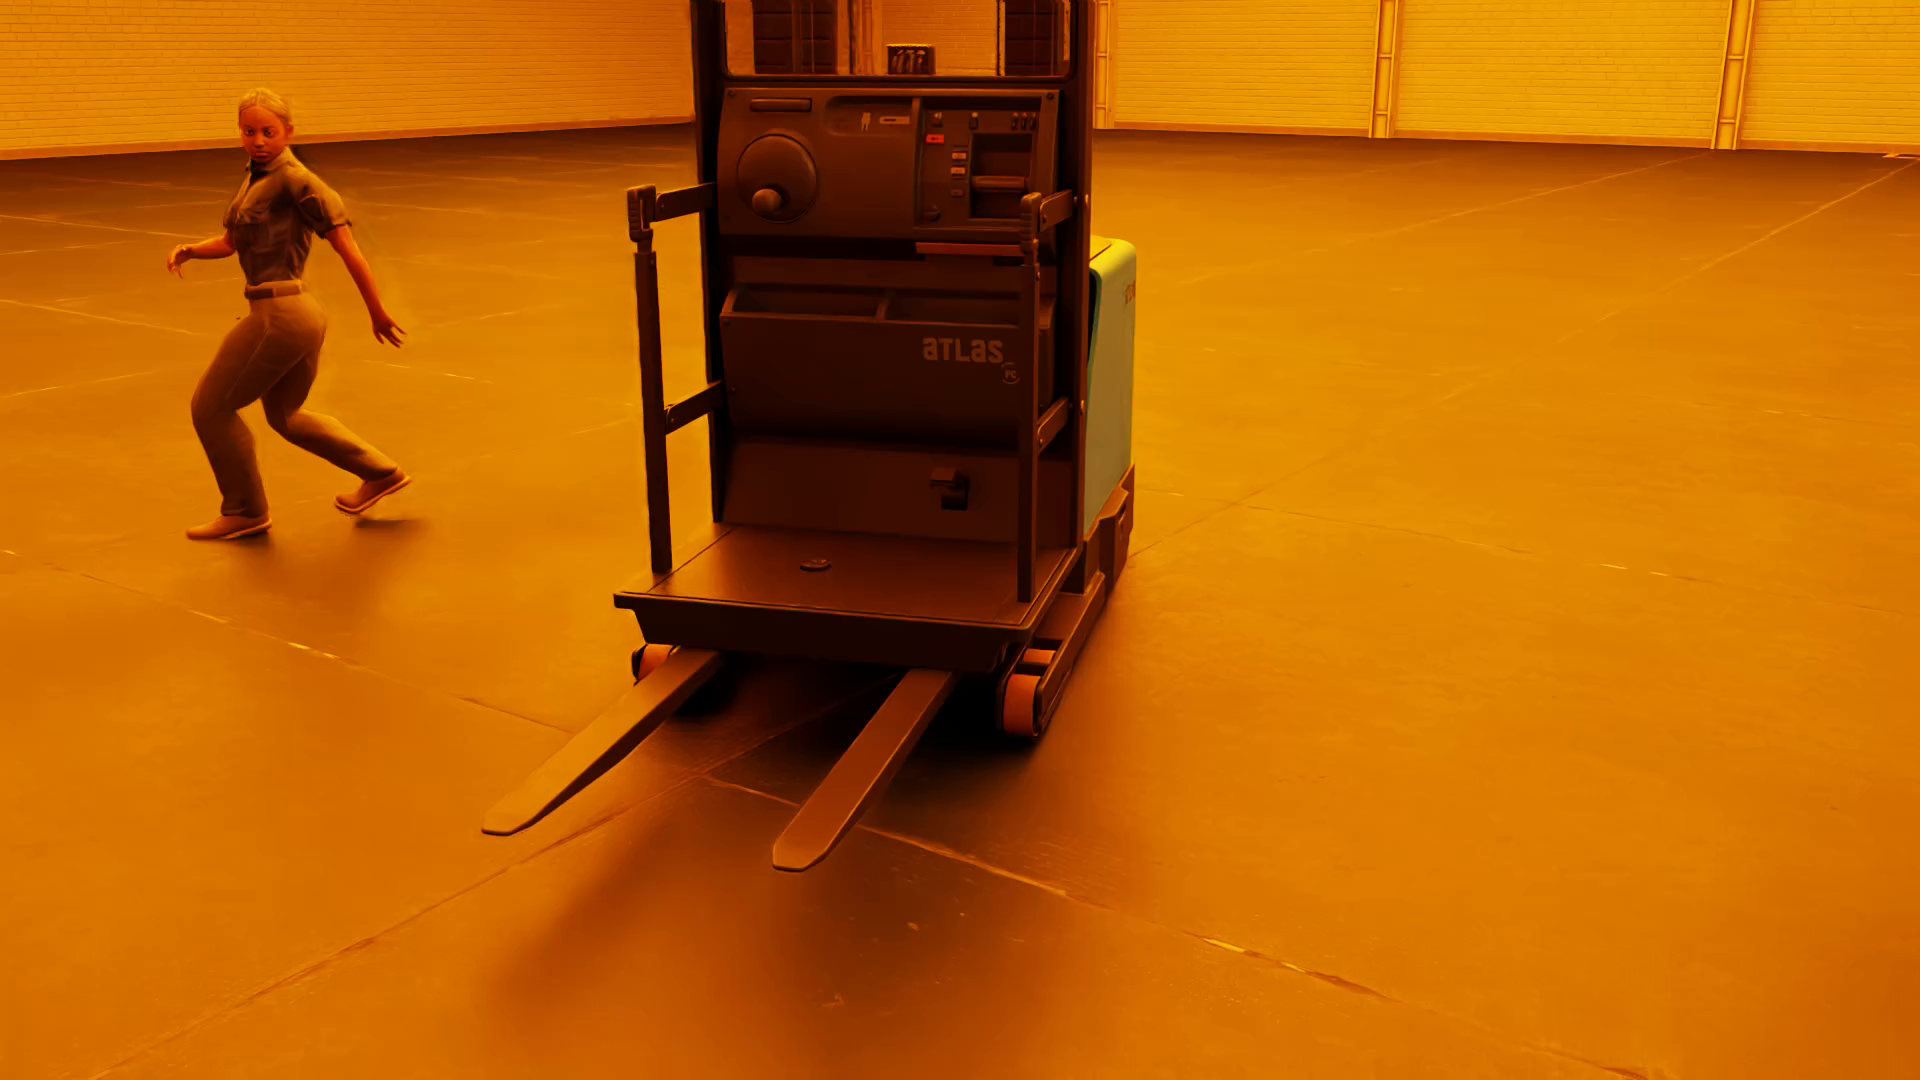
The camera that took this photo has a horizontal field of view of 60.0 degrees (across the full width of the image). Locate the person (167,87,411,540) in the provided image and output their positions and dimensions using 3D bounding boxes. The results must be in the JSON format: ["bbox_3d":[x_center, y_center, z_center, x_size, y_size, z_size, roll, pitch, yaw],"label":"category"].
[{"bbox_3d":[-2.388,-0.779,5.867,0.821,1.581,0.493,-5,17,-17],"label":"person"}]

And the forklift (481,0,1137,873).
[{"bbox_3d":[-0.249,-1.017,4.235,1.130,2.935,3.031,4,17,14],"label":"forklift"}]
